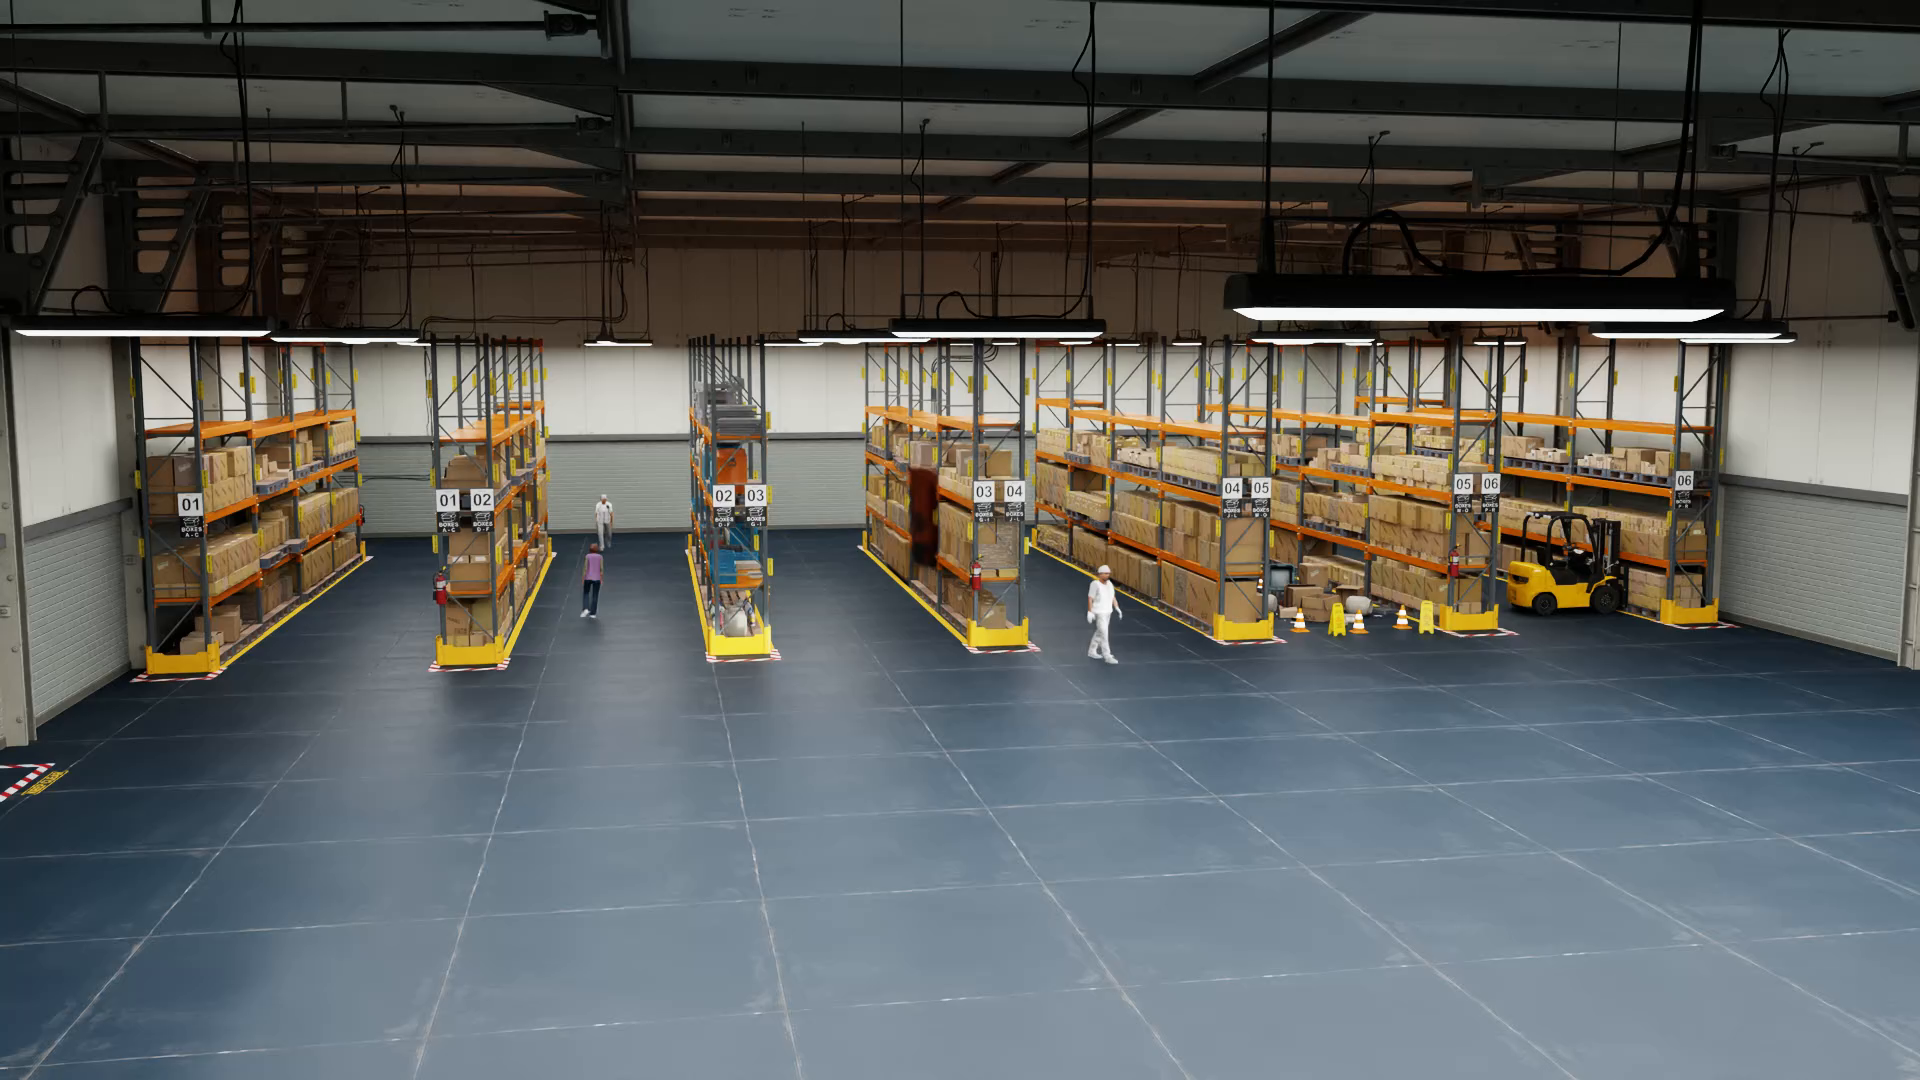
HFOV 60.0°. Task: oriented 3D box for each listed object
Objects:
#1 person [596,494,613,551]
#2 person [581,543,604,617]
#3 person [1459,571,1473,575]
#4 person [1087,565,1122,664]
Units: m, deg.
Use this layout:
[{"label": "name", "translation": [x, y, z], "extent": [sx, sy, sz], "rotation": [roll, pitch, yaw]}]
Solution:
[{"label": "person", "translation": [-10.129, -0.520, 47.371], "extent": [0.486, 1.617, 0.838], "rotation": [-1, 7, -13]}, {"label": "person", "translation": [-7.849, 0.862, 35.487], "extent": [0.498, 1.600, 0.355], "rotation": [-1, 7, -8]}, {"label": "person", "translation": [11.718, 0.490, 38.482], "extent": [0.631, 1.670, 0.821], "rotation": [-2, 7, -20]}, {"label": "person", "translation": [2.675, 1.340, 30.493], "extent": [0.868, 1.750, 0.593], "rotation": [5, 8, 39]}]
